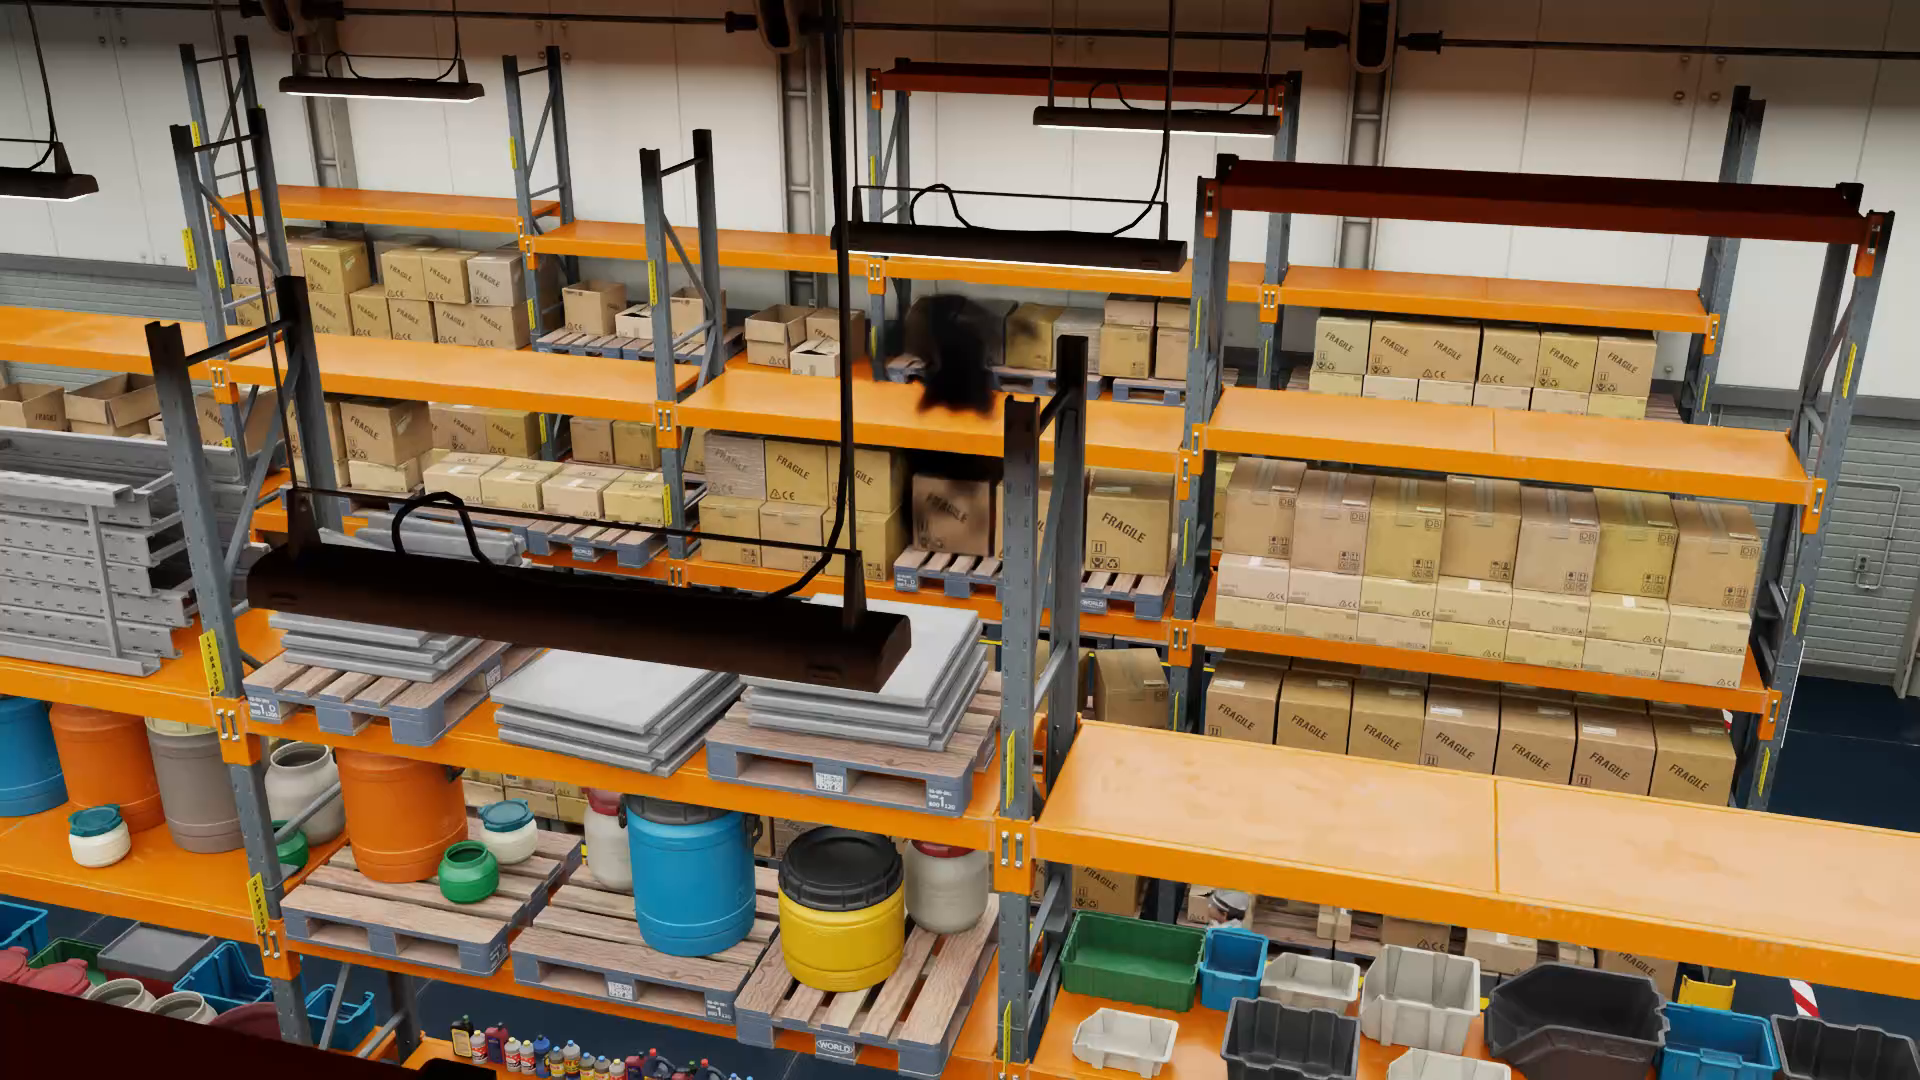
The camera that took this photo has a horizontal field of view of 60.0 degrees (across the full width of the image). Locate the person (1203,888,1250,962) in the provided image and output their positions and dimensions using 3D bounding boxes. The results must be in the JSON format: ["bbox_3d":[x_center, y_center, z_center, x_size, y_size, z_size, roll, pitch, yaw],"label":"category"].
[{"bbox_3d":[1.793,3.069,11.164,0.844,1.741,0.589,6,23,14],"label":"person"}]
